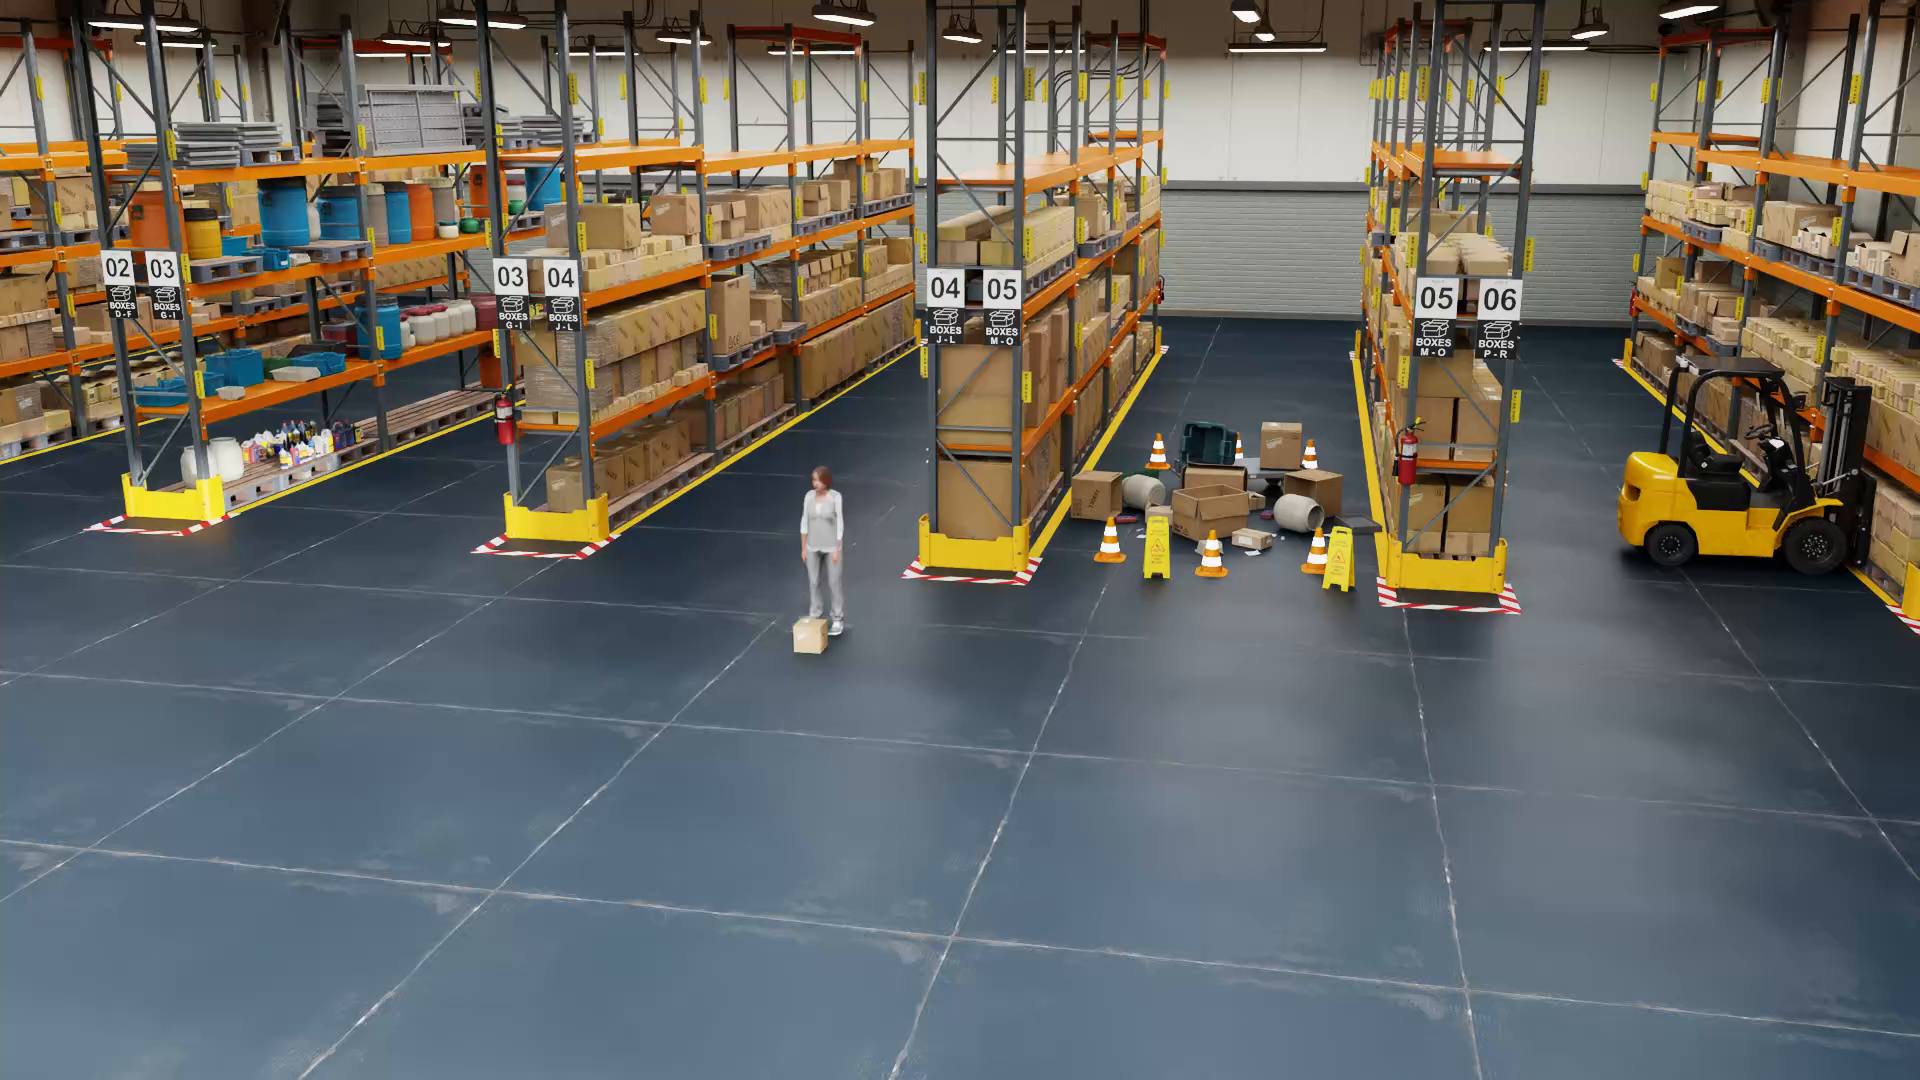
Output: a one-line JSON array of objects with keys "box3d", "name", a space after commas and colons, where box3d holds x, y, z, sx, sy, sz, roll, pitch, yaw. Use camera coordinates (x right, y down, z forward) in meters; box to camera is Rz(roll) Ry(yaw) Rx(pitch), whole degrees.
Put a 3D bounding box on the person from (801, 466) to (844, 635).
[{"box3d": [-1.293, 0.093, 15.609, 0.421, 1.608, 0.306, 3, 15, 11], "name": "person"}]
